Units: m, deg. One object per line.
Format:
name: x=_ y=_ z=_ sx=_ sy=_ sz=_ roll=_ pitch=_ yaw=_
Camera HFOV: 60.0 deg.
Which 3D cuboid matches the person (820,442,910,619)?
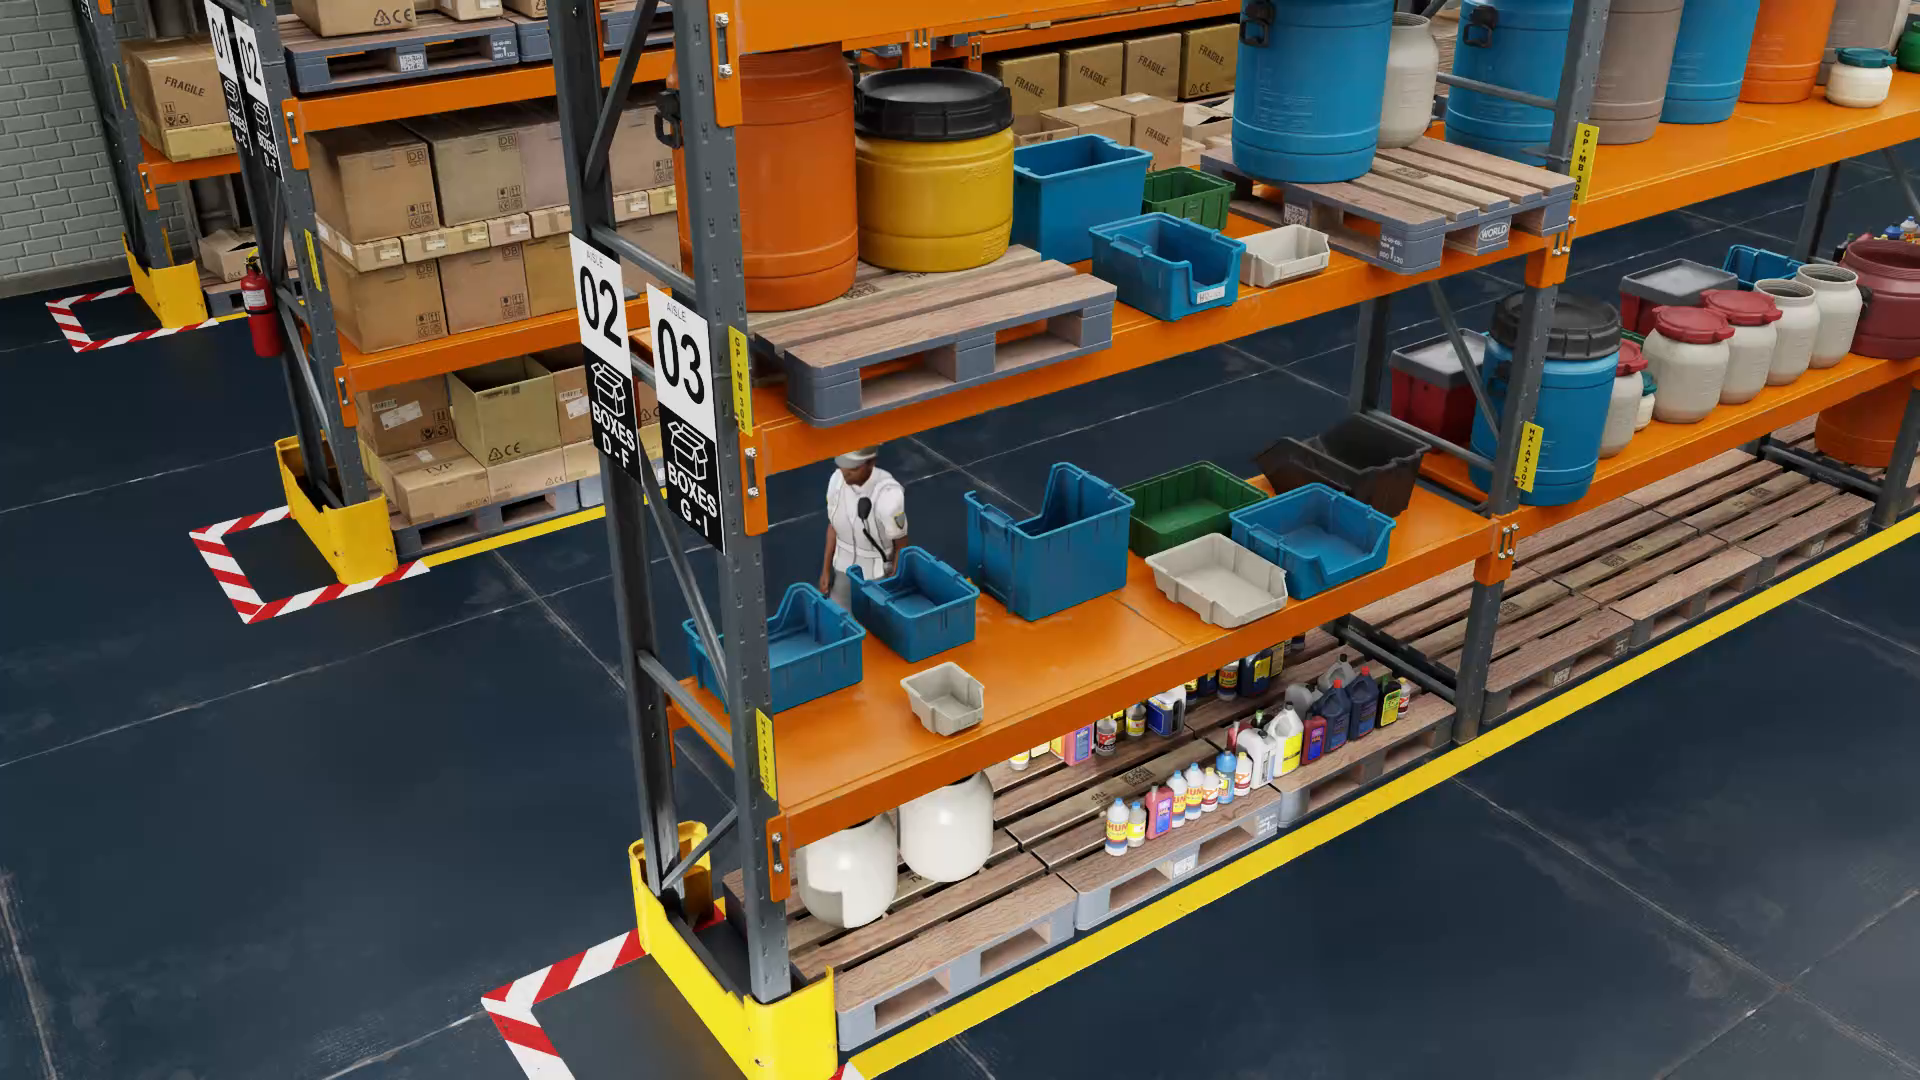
person: x=-0.487 y=0.201 z=8.252 sx=0.498 sy=1.665 sz=0.424 roll=18 pitch=34 yaw=30
